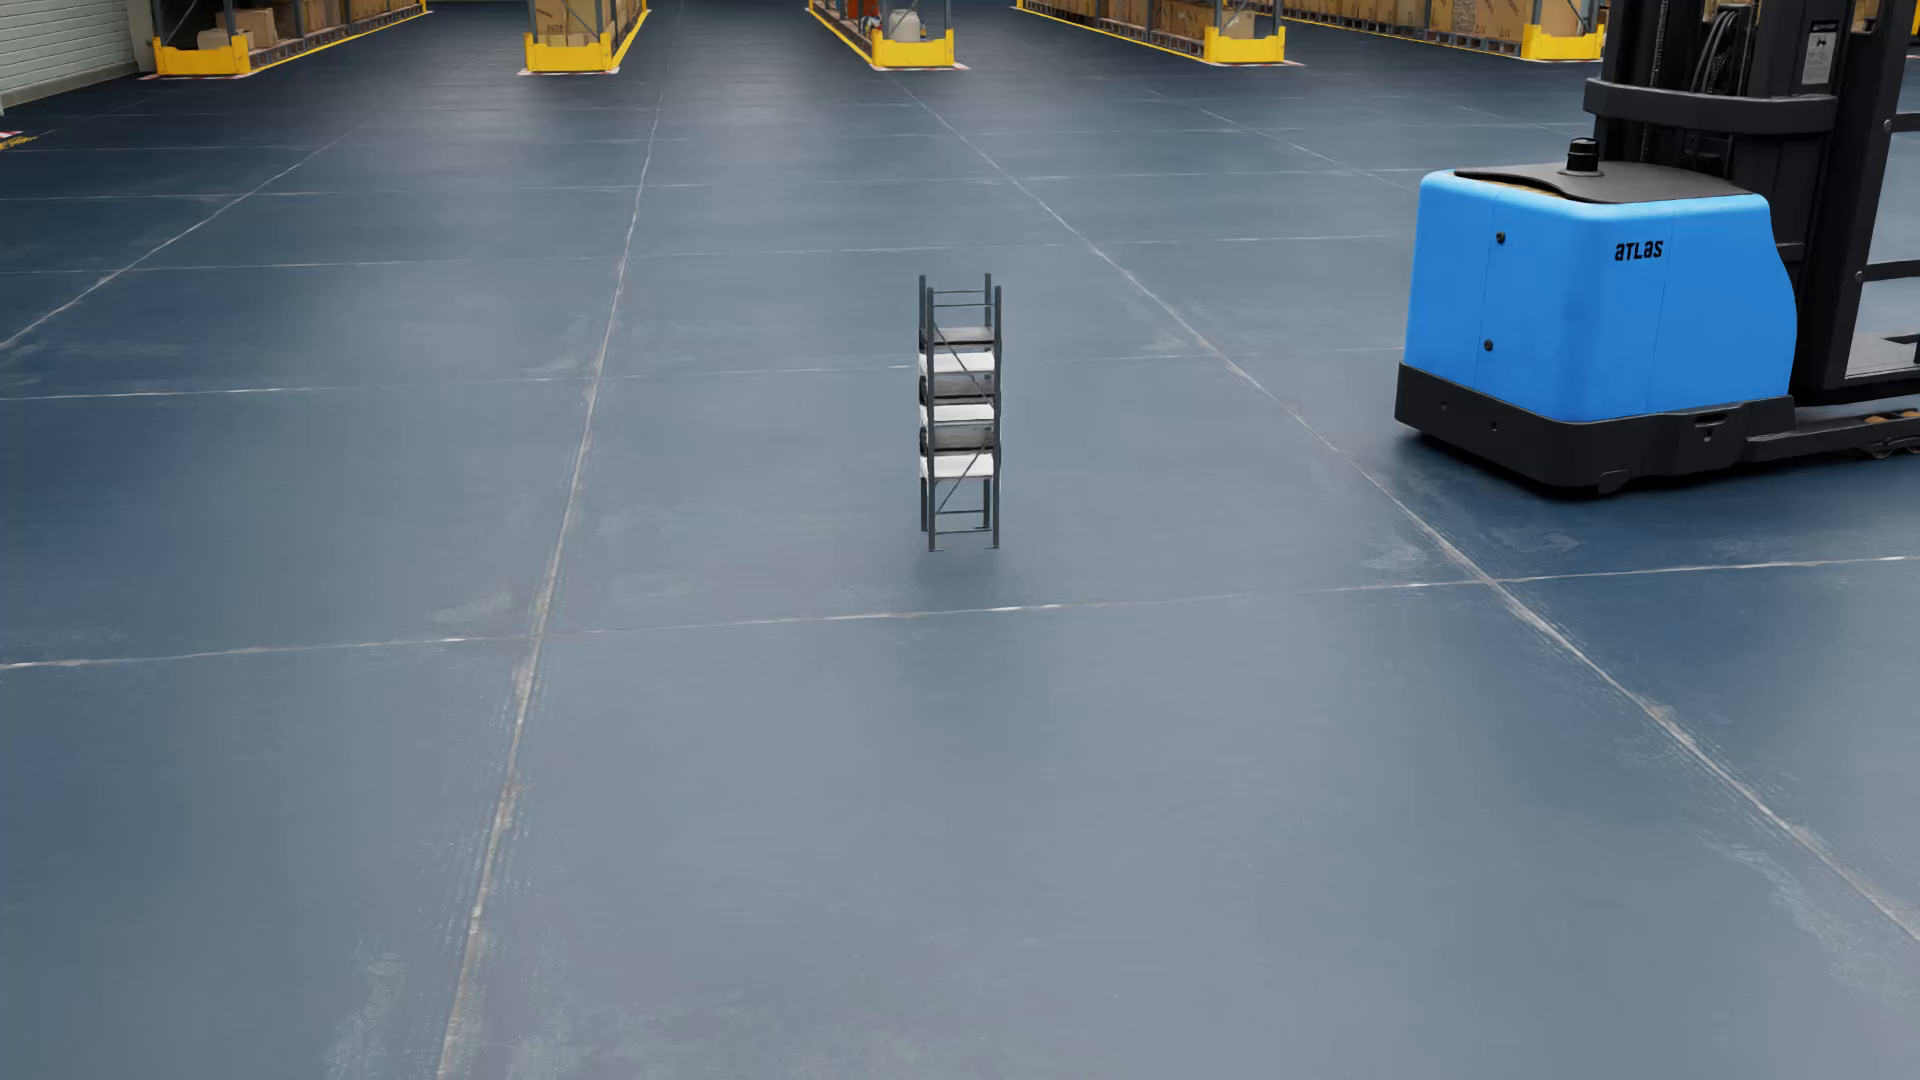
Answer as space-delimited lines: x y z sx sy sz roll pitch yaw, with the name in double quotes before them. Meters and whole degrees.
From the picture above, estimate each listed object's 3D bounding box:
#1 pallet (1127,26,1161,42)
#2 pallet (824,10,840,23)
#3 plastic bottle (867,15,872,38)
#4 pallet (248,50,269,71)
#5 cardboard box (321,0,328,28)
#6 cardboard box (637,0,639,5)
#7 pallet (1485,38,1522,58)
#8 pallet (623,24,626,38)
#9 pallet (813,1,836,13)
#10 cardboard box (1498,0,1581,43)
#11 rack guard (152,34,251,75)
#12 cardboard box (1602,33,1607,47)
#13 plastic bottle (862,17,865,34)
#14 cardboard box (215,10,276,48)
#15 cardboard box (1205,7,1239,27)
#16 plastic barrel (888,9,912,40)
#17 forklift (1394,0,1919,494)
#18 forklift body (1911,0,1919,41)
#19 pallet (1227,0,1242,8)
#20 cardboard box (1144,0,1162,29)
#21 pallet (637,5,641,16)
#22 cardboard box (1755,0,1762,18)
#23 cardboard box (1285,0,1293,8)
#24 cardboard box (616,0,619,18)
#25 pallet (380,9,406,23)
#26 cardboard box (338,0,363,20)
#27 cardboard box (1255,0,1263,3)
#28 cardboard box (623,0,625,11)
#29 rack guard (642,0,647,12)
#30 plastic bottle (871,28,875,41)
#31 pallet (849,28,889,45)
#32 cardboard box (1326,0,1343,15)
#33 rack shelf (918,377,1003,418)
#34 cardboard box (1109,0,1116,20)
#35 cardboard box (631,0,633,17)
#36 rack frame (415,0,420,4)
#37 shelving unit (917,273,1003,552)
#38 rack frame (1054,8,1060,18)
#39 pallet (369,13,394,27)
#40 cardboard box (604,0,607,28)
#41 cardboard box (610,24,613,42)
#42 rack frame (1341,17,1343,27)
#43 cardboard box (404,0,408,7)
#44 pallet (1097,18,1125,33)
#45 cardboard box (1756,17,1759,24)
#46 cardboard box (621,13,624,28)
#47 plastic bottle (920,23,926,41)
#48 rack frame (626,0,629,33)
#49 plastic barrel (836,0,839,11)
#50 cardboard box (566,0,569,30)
"pallet" 3.582 -8.930 29.323 1.003 0.211 1.213 -3 21 -8
"pallet" -2.289 -10.911 34.628 1.003 0.211 1.213 -3 21 -8
"plastic bottle" -1.411 -8.169 26.458 0.144 0.351 0.185 -3 21 -8
"pallet" -10.526 -6.835 23.715 1.003 0.211 1.213 -3 21 -8
"cardboard box" -11.471 -9.206 29.021 0.700 0.500 0.500 -3 21 -8
"cardboard box" -7.408 -12.035 36.952 0.500 0.250 0.500 -3 21 -8
"pallet" 9.002 -7.763 26.200 1.003 0.211 1.213 -3 21 -8
"pallet" -6.604 -9.260 30.207 1.003 0.211 1.213 -3 21 -8
"pallet" -2.855 -12.278 38.287 1.003 0.211 1.213 -3 21 -8
"cardboard box" 9.032 -8.230 25.899 0.875 0.875 0.875 -3 21 -7
"rack guard" -10.443 -6.687 22.906 1.175 0.500 0.348 -3 21 -8
"cardboard box" 10.689 -8.399 27.823 0.396 0.266 0.258 1 20 2
"plastic bottle" -1.520 -8.404 27.193 0.152 0.276 0.135 -2 21 -6
"cardboard box" -10.582 -7.565 24.628 0.700 0.500 0.500 -4 21 -11
"cardboard box" 4.079 -8.030 25.900 0.500 0.500 0.500 2 21 6
"plastic barrel" -0.872 -7.761 25.163 0.421 0.512 0.421 0 20 0
"forklift" 3.358 -1.856 6.497 3.031 2.935 1.130 -8 22 -21
"forklift body" 16.911 -9.500 28.077 2.313 2.155 1.214 -3 21 -8
"pallet" 6.982 -12.721 39.473 1.003 0.211 1.213 -3 21 -8
"cardboard box" 3.628 -9.215 29.046 0.700 0.500 0.500 -5 21 -12
"pallet" -7.538 -11.593 36.453 1.003 0.211 1.213 -3 21 -8
"cardboard box" 13.561 -8.961 27.680 0.500 0.500 0.500 -3 21 -9
"cardboard box" 7.309 -11.708 35.749 0.500 0.500 0.500 -2 21 -6
"cardboard box" -5.921 -8.795 27.505 0.500 0.311 0.500 -3 21 -8
"pallet" -12.195 -10.948 34.726 1.003 0.211 1.213 -3 21 -8
"cardboard box" -11.562 -10.053 30.817 0.750 0.750 0.750 -3 21 -8
"cardboard box" 6.922 -12.290 37.808 0.380 0.149 0.250 -3 21 -8
"cardboard box" -6.284 -9.676 29.863 0.500 0.311 0.500 -3 21 -9
"rack guard" -7.827 -12.426 38.270 1.175 0.500 0.348 -3 21 -8
"plastic bottle" -1.327 -7.841 25.792 0.097 0.201 0.097 0 20 0
"pallet" -1.357 -8.680 28.655 1.003 0.211 1.213 -3 21 -8
"cardboard box" 7.688 -10.807 33.336 0.500 0.500 0.500 -3 21 -8
"rack shelf" -0.001 -0.477 5.546 0.258 0.077 0.200 -3 21 -8
"cardboard box" 3.235 -10.155 31.563 0.700 0.500 0.500 -4 21 -11
"cardboard box" -6.615 -10.415 32.258 0.500 0.500 0.500 -3 21 -8
"rack frame" -12.739 -13.372 37.231 1.000 3.000 0.127 -3 21 -8
"shelving unit" -0.001 -0.424 5.566 0.258 0.900 0.210 -3 21 -8
"rack frame" 2.542 -12.736 35.529 1.000 3.000 0.127 -3 21 -8
"pallet" -11.977 -10.417 33.306 1.003 0.211 1.213 -3 21 -8
"cardboard box" -5.547 -7.885 24.800 0.500 0.500 0.500 -3 21 -8
"cardboard box" -5.676 -7.881 25.860 0.500 0.250 0.500 -3 21 -8
"rack frame" 8.042 -11.567 32.397 1.000 3.000 0.127 -3 21 -8
"cardboard box" -12.394 -11.813 36.029 0.700 0.500 0.500 -4 21 -10
"pallet" 3.230 -9.774 31.585 1.003 0.211 1.213 -3 21 -8
"cardboard box" 13.548 -8.617 27.830 0.500 0.250 0.500 -4 21 -10
"cardboard box" -6.143 -9.061 29.020 0.500 0.250 0.500 -3 21 -7
"plastic bottle" -0.582 -7.903 25.860 0.097 0.271 0.097 0 20 0
"rack frame" -6.684 -10.853 30.487 1.000 3.000 0.127 -3 21 -8
"plastic barrel" -2.297 -11.511 34.648 0.600 0.901 0.708 -3 21 -8
"cardboard box" -6.062 -7.859 24.729 0.500 0.500 0.500 -3 21 -8
